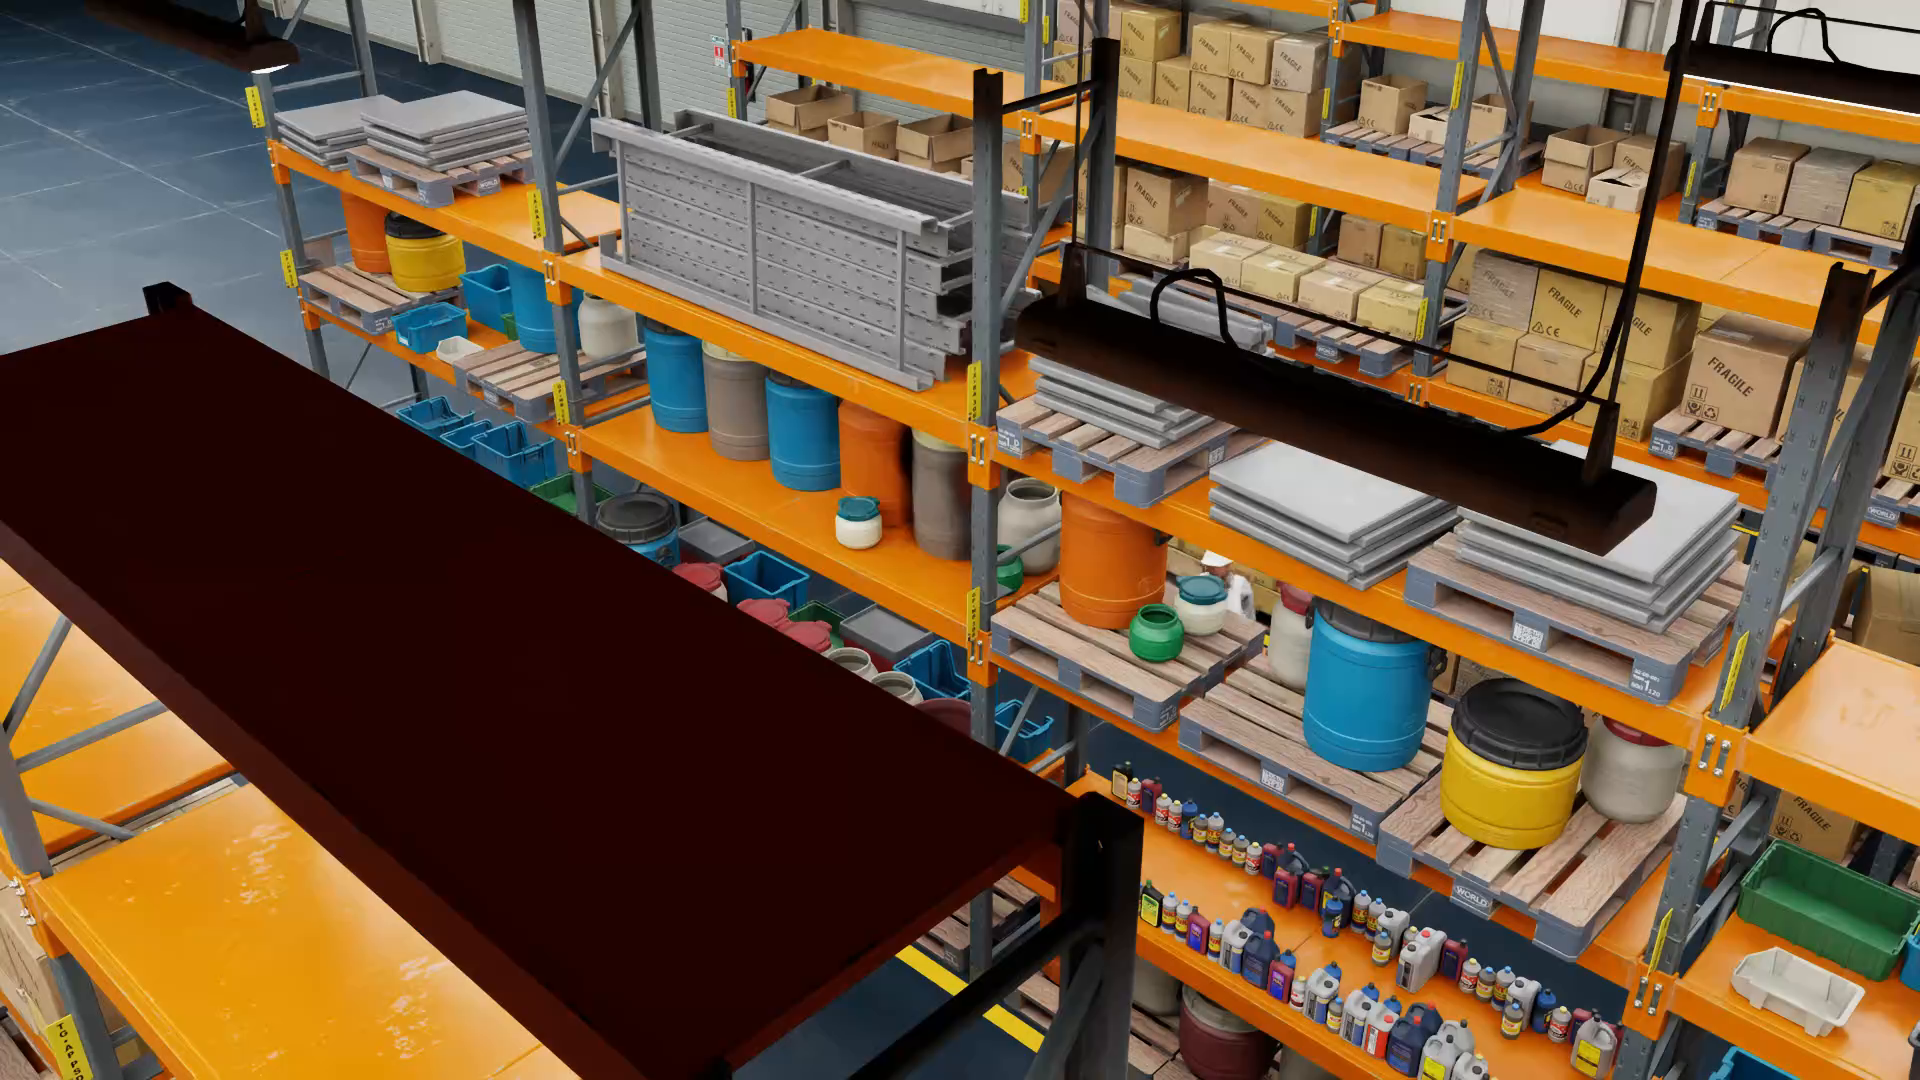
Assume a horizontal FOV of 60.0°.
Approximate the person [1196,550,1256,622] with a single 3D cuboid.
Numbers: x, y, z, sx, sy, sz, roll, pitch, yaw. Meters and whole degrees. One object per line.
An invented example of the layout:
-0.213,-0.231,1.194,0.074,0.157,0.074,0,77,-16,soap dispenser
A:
2.016,0.774,13.015,0.547,1.766,0.586,1,29,1,person
